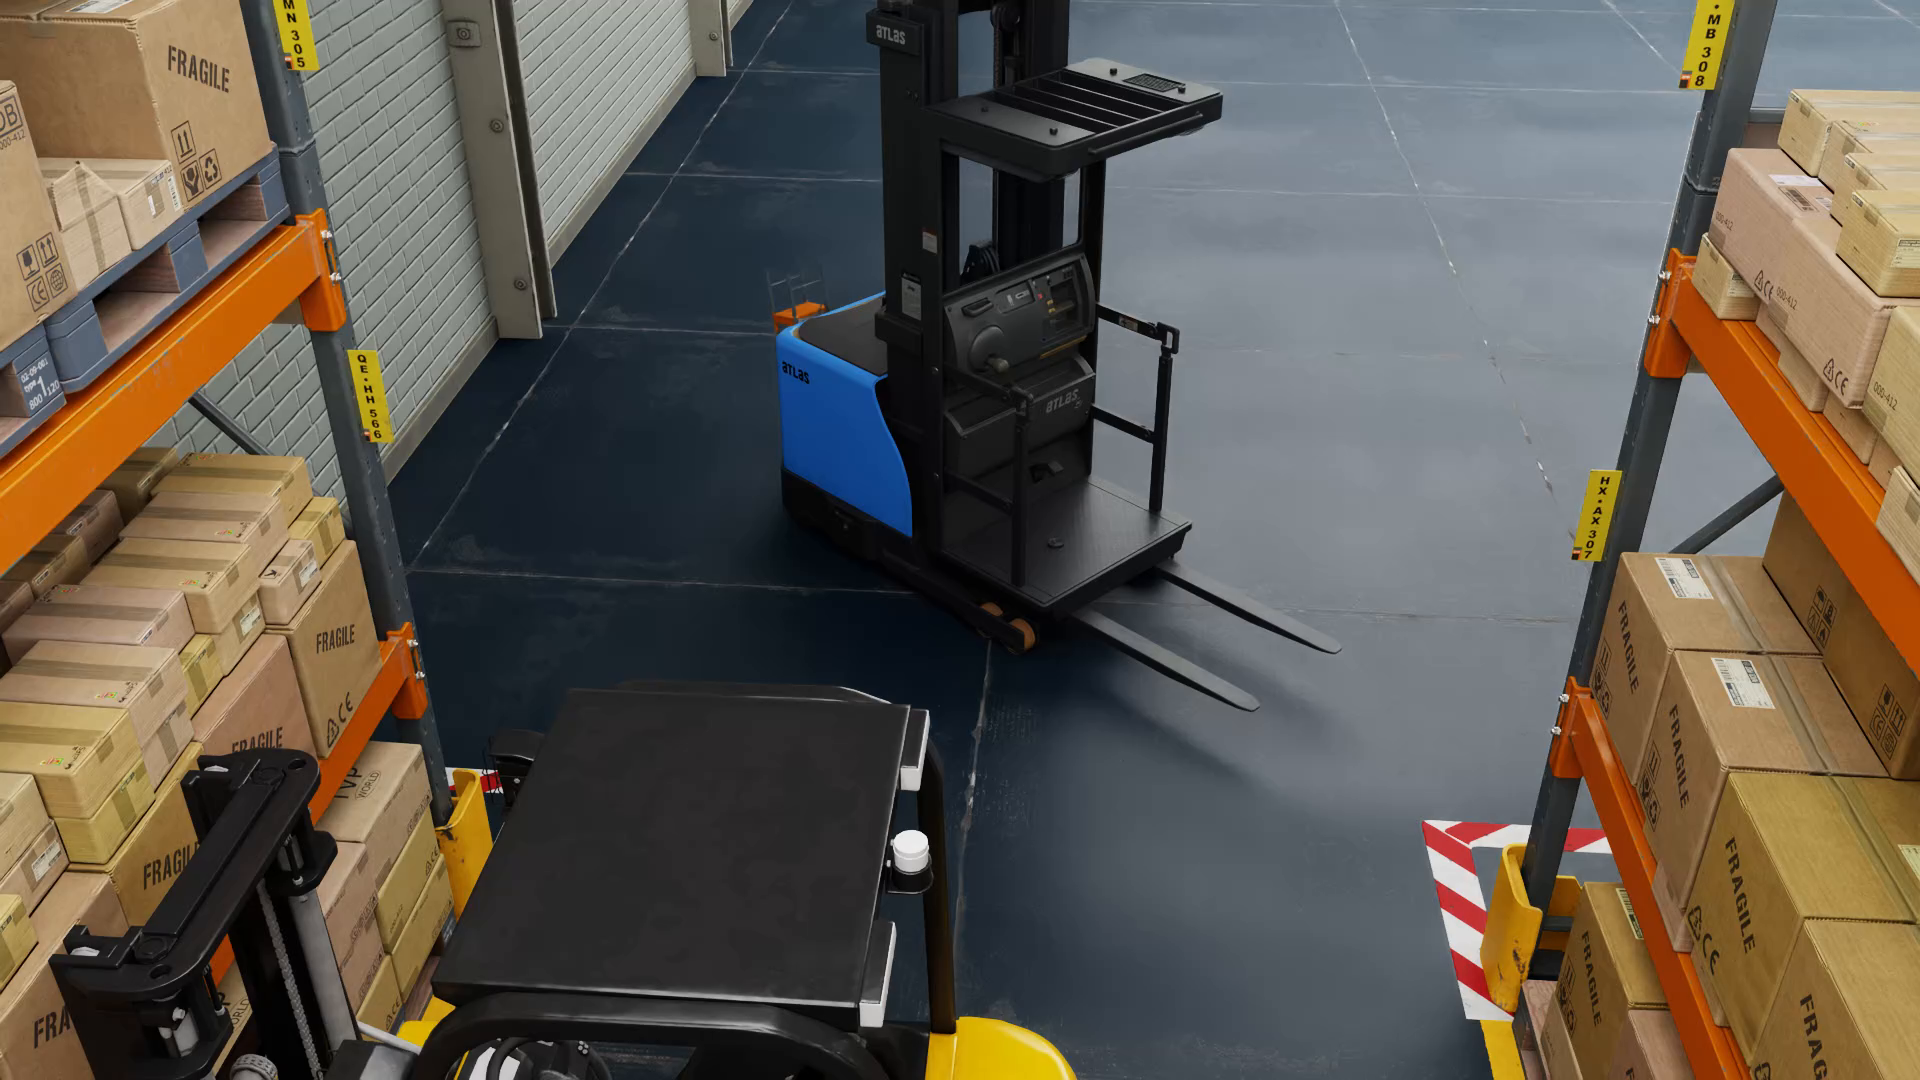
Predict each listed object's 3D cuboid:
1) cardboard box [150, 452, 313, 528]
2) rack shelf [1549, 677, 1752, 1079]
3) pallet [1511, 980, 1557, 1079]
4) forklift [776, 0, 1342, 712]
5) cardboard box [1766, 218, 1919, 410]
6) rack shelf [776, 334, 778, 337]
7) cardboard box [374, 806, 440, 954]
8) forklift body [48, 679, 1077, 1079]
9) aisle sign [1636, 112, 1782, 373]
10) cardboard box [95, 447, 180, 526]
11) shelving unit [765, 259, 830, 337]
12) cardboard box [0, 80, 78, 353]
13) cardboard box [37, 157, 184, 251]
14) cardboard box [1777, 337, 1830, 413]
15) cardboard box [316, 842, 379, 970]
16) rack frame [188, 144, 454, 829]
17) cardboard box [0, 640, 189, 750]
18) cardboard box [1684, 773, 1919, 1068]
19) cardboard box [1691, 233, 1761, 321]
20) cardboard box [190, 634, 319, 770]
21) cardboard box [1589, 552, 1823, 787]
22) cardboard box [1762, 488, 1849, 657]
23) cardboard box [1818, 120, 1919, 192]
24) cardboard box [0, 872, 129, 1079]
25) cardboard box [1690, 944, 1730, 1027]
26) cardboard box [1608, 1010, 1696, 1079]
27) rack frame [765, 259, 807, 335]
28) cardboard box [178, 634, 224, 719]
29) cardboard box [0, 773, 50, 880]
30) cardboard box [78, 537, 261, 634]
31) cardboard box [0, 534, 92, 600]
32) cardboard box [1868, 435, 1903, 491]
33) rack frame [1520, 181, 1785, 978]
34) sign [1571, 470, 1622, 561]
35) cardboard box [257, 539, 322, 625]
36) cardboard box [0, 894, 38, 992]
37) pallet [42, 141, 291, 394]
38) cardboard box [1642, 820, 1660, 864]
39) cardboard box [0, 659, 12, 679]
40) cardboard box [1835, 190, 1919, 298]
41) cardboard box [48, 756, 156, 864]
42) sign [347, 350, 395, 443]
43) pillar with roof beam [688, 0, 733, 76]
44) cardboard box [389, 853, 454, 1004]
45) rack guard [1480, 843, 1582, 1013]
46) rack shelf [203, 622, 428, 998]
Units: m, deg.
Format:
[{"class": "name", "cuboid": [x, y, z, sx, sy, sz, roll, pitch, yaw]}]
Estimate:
[{"class": "cardboard box", "cuboid": [-2.239, -0.141, 5.123, 0.380, 0.149, 0.250, 3, 32, 4]}, {"class": "rack shelf", "cuboid": [2.365, 1.670, 3.867, 1.077, 0.370, 4.000, 2, 32, 4]}, {"class": "pallet", "cuboid": [2.420, 1.968, 5.356, 1.003, 0.211, 1.213, 2, 32, 4]}, {"class": "forklift", "cuboid": [0.437, -1.013, 7.600, 1.130, 2.935, 3.031, -27, 41, -36]}, {"class": "cardboard box", "cuboid": [2.171, -0.508, 3.715, 0.500, 0.250, 0.500, 2, 32, 3]}, {"class": "rack shelf", "cuboid": [-0.834, -1.084, 8.985, 0.258, 0.103, 0.180, -27, 30, -36]}, {"class": "cardboard box", "cuboid": [-2.148, 1.154, 5.762, 0.500, 0.250, 0.500, 2, 32, 3]}, {"class": "forklift body", "cuboid": [-0.756, 1.538, 4.203, 2.313, 2.155, 1.214, 2, 32, 4]}, {"class": "aisle sign", "cuboid": [2.224, -0.835, 4.767, 0.394, 0.787, 0.004, 2, 32, 4]}, {"class": "cardboard box", "cuboid": [-2.660, -0.171, 5.172, 0.380, 0.149, 0.250, 2, 32, 3]}, {"class": "shelving unit", "cuboid": [-0.810, -0.908, 9.064, 0.258, 1.200, 0.189, -27, 30, -36]}, {"class": "cardboard box", "cuboid": [-2.396, -0.660, 3.512, 0.700, 0.500, 0.500, 3, 32, 4]}, {"class": "cardboard box", "cuboid": [-2.184, -0.837, 4.135, 0.380, 0.149, 0.250, 2, 32, 3]}, {"class": "cardboard box", "cuboid": [2.189, -0.415, 3.944, 0.380, 0.149, 0.250, 3, 32, 5]}, {"class": "cardboard box", "cuboid": [-2.182, 1.195, 5.219, 0.500, 0.250, 0.500, 3, 32, 5]}, {"class": "rack frame", "cuboid": [-2.420, 0.108, 5.716, 1.000, 3.000, 0.127, 2, 32, 4]}, {"class": "cardboard box", "cuboid": [-2.227, 0.395, 4.253, 0.380, 0.149, 0.250, 3, 32, 5]}, {"class": "cardboard box", "cuboid": [2.134, 0.922, 4.016, 0.500, 0.500, 0.500, 2, 32, 3]}, {"class": "cardboard box", "cuboid": [2.177, -0.693, 4.395, 0.380, 0.149, 0.250, 2, 32, 4]}, {"class": "cardboard box", "cuboid": [-2.249, 0.605, 4.815, 0.500, 0.500, 0.500, 3, 32, 6]}, {"class": "cardboard box", "cuboid": [2.213, 0.384, 4.888, 0.500, 0.500, 0.500, 2, 32, 3]}, {"class": "cardboard box", "cuboid": [2.704, -0.001, 4.560, 0.700, 0.500, 0.500, 2, 32, 3]}, {"class": "cardboard box", "cuboid": [2.291, -0.882, 3.943, 0.380, 0.149, 0.250, 2, 32, 4]}, {"class": "cardboard box", "cuboid": [-2.321, 1.136, 3.952, 0.500, 0.500, 0.500, 3, 32, 4]}, {"class": "cardboard box", "cuboid": [2.131, 1.129, 4.299, 0.380, 0.149, 0.250, 3, 32, 5]}, {"class": "cardboard box", "cuboid": [2.147, 1.686, 4.660, 0.500, 0.500, 0.500, 1, 32, 2]}, {"class": "rack frame", "cuboid": [-0.872, -0.928, 9.128, 0.240, 1.200, 0.006, -27, 30, -36]}, {"class": "cardboard box", "cuboid": [-2.273, 0.379, 4.562, 0.380, 0.149, 0.250, 2, 32, 4]}, {"class": "cardboard box", "cuboid": [-2.358, 0.661, 3.821, 0.380, 0.149, 0.250, 3, 32, 5]}, {"class": "cardboard box", "cuboid": [-2.222, 0.127, 4.688, 0.380, 0.149, 0.250, 3, 32, 5]}, {"class": "cardboard box", "cuboid": [-2.722, 0.103, 4.727, 0.380, 0.149, 0.250, 3, 32, 5]}, {"class": "cardboard box", "cuboid": [2.176, -0.145, 3.507, 0.380, 0.149, 0.250, 2, 32, 2]}, {"class": "rack frame", "cuboid": [2.528, 0.318, 5.375, 1.000, 3.000, 0.127, 2, 32, 4]}, {"class": "sign", "cuboid": [1.987, -0.074, 5.186, 0.100, 0.325, 0.005, 2, 32, 4]}, {"class": "cardboard box", "cuboid": [-2.160, 0.117, 4.987, 0.380, 0.149, 0.250, 3, 32, 5]}, {"class": "cardboard box", "cuboid": [-2.311, 0.917, 3.689, 0.380, 0.149, 0.250, 2, 32, 3]}, {"class": "pallet", "cuboid": [-2.503, -0.763, 4.354, 1.003, 0.211, 1.213, 2, 32, 4]}, {"class": "cardboard box", "cuboid": [2.185, 0.861, 4.733, 0.380, 0.149, 0.250, 1, 32, 2]}, {"class": "cardboard box", "cuboid": [-2.772, 0.357, 4.598, 0.380, 0.149, 0.250, 1, 32, 2]}, {"class": "cardboard box", "cuboid": [2.115, -0.626, 3.527, 0.380, 0.149, 0.250, 2, 32, 4]}, {"class": "cardboard box", "cuboid": [-2.249, 0.654, 4.116, 0.380, 0.149, 0.250, 3, 32, 4]}, {"class": "sign", "cuboid": [-1.880, -0.456, 5.301, 0.100, 0.325, 0.005, 2, 32, 4]}, {"class": "pillar with roof beam", "cuboid": [1.893, -8.212, 13.498, 9.100, 9.000, 0.400, 2, 32, 4]}, {"class": "cardboard box", "cuboid": [-2.143, 1.359, 5.907, 0.500, 0.250, 0.500, 3, 32, 4]}, {"class": "rack guard", "cuboid": [2.522, 1.422, 5.967, 1.175, 0.500, 0.348, 2, 32, 4]}, {"class": "rack shelf", "cuboid": [-2.582, 1.460, 4.208, 1.077, 0.370, 4.000, 2, 32, 4]}]
